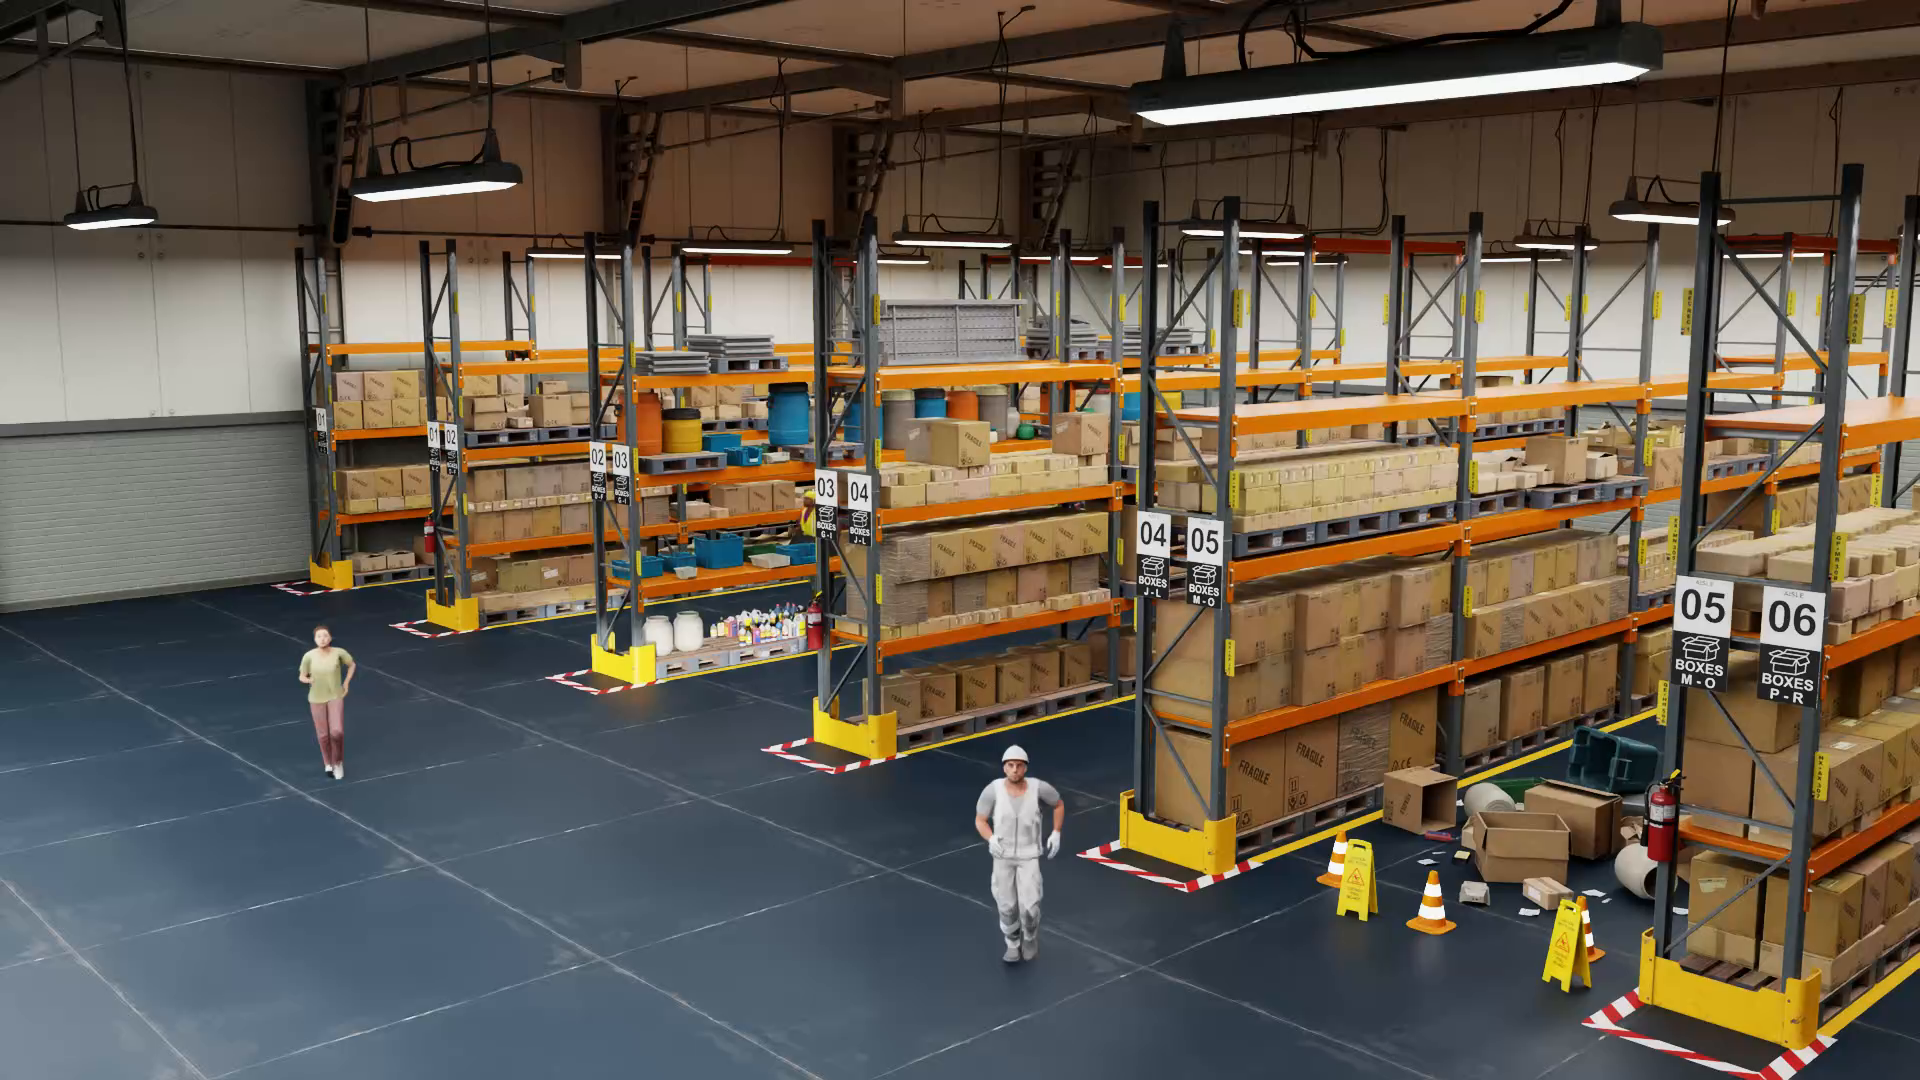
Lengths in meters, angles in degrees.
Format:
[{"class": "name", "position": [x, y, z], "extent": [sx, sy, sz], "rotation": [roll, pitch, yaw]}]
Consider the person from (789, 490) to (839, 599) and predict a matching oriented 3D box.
[{"class": "person", "position": [-2.350, 0.099, 26.789], "extent": [0.830, 1.799, 0.715], "rotation": [-7, 11, -38]}]

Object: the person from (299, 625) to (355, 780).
[{"class": "person", "position": [-6.783, 1.748, 17.839], "extent": [0.561, 1.671, 0.620], "rotation": [-2, 9, -15]}]

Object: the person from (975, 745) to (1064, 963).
[{"class": "person", "position": [0.452, 2.433, 12.737], "extent": [0.685, 1.742, 0.621], "rotation": [1, 8, 4]}]
